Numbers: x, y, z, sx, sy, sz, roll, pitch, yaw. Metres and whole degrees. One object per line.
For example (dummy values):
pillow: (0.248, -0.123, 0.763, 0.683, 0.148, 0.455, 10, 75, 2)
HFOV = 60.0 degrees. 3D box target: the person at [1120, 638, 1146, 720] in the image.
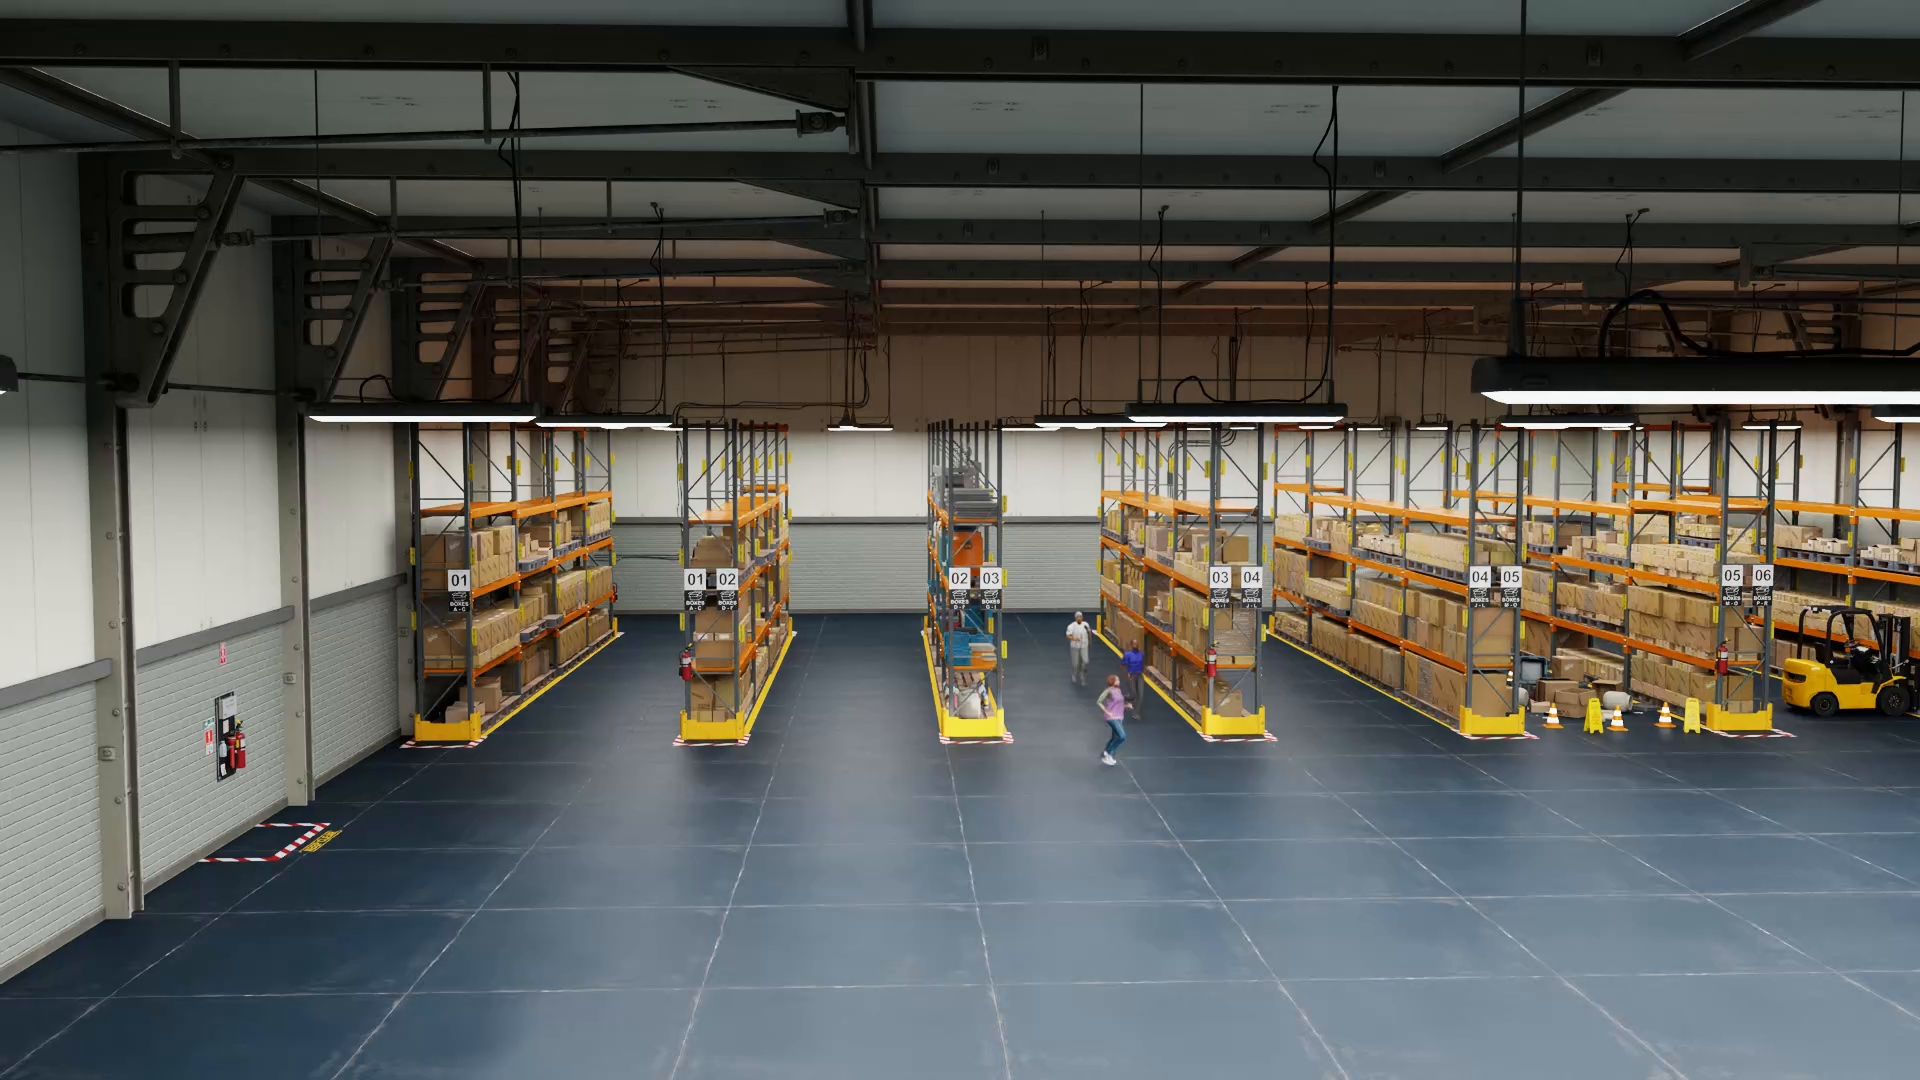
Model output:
person: (3.498, 2.783, 33.456, 0.575, 1.618, 0.611, -1, 4, -21)

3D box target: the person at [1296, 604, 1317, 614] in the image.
person: (10.150, 1.694, 48.730, 0.897, 1.819, 0.671, -1, 4, -10)

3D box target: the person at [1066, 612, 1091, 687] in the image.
person: (2.712, 2.485, 37.877, 0.604, 1.717, 0.718, 0, 4, -5)

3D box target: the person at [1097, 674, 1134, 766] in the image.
person: (2.682, 3.093, 28.595, 0.592, 1.569, 0.522, 2, 4, 31)
